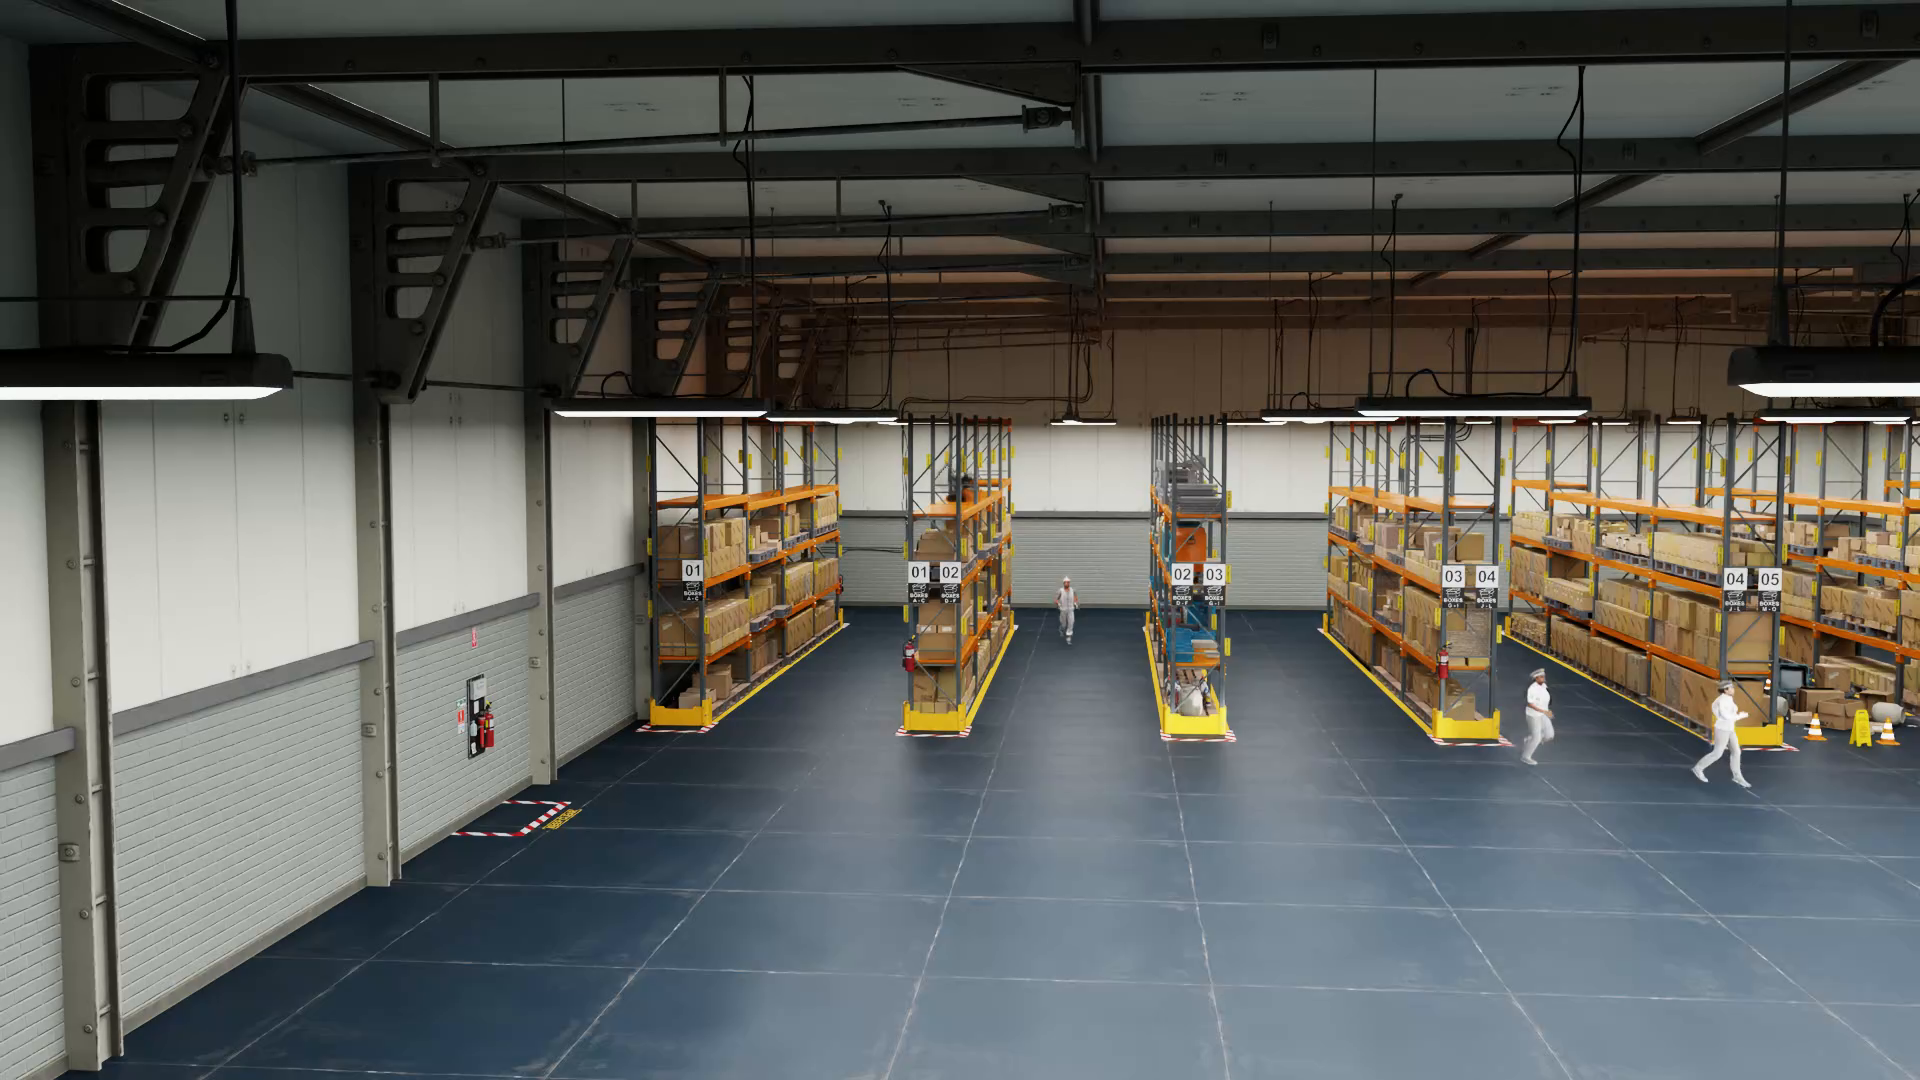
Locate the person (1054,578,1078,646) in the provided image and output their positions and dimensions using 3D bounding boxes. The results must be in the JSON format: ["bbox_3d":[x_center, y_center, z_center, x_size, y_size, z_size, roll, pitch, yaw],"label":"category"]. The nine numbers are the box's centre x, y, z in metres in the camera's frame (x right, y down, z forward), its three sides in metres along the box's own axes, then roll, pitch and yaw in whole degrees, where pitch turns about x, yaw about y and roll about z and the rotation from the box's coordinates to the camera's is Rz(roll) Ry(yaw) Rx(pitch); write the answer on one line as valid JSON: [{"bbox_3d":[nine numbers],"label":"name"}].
[{"bbox_3d":[2.826,1.881,44.074,0.656,1.783,0.899,-1,4,-9],"label":"person"}]

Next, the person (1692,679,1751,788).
[{"bbox_3d":[12.193,3.068,26.585,0.866,1.722,0.626,3,5,34],"label":"person"}]

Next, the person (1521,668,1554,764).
[{"bbox_3d":[9.880,2.996,28.314,0.601,1.660,0.615,-3,5,-38],"label":"person"}]

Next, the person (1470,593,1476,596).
[{"bbox_3d":[13.857,1.892,45.421,0.627,1.533,0.596,1,4,19],"label":"person"}]
